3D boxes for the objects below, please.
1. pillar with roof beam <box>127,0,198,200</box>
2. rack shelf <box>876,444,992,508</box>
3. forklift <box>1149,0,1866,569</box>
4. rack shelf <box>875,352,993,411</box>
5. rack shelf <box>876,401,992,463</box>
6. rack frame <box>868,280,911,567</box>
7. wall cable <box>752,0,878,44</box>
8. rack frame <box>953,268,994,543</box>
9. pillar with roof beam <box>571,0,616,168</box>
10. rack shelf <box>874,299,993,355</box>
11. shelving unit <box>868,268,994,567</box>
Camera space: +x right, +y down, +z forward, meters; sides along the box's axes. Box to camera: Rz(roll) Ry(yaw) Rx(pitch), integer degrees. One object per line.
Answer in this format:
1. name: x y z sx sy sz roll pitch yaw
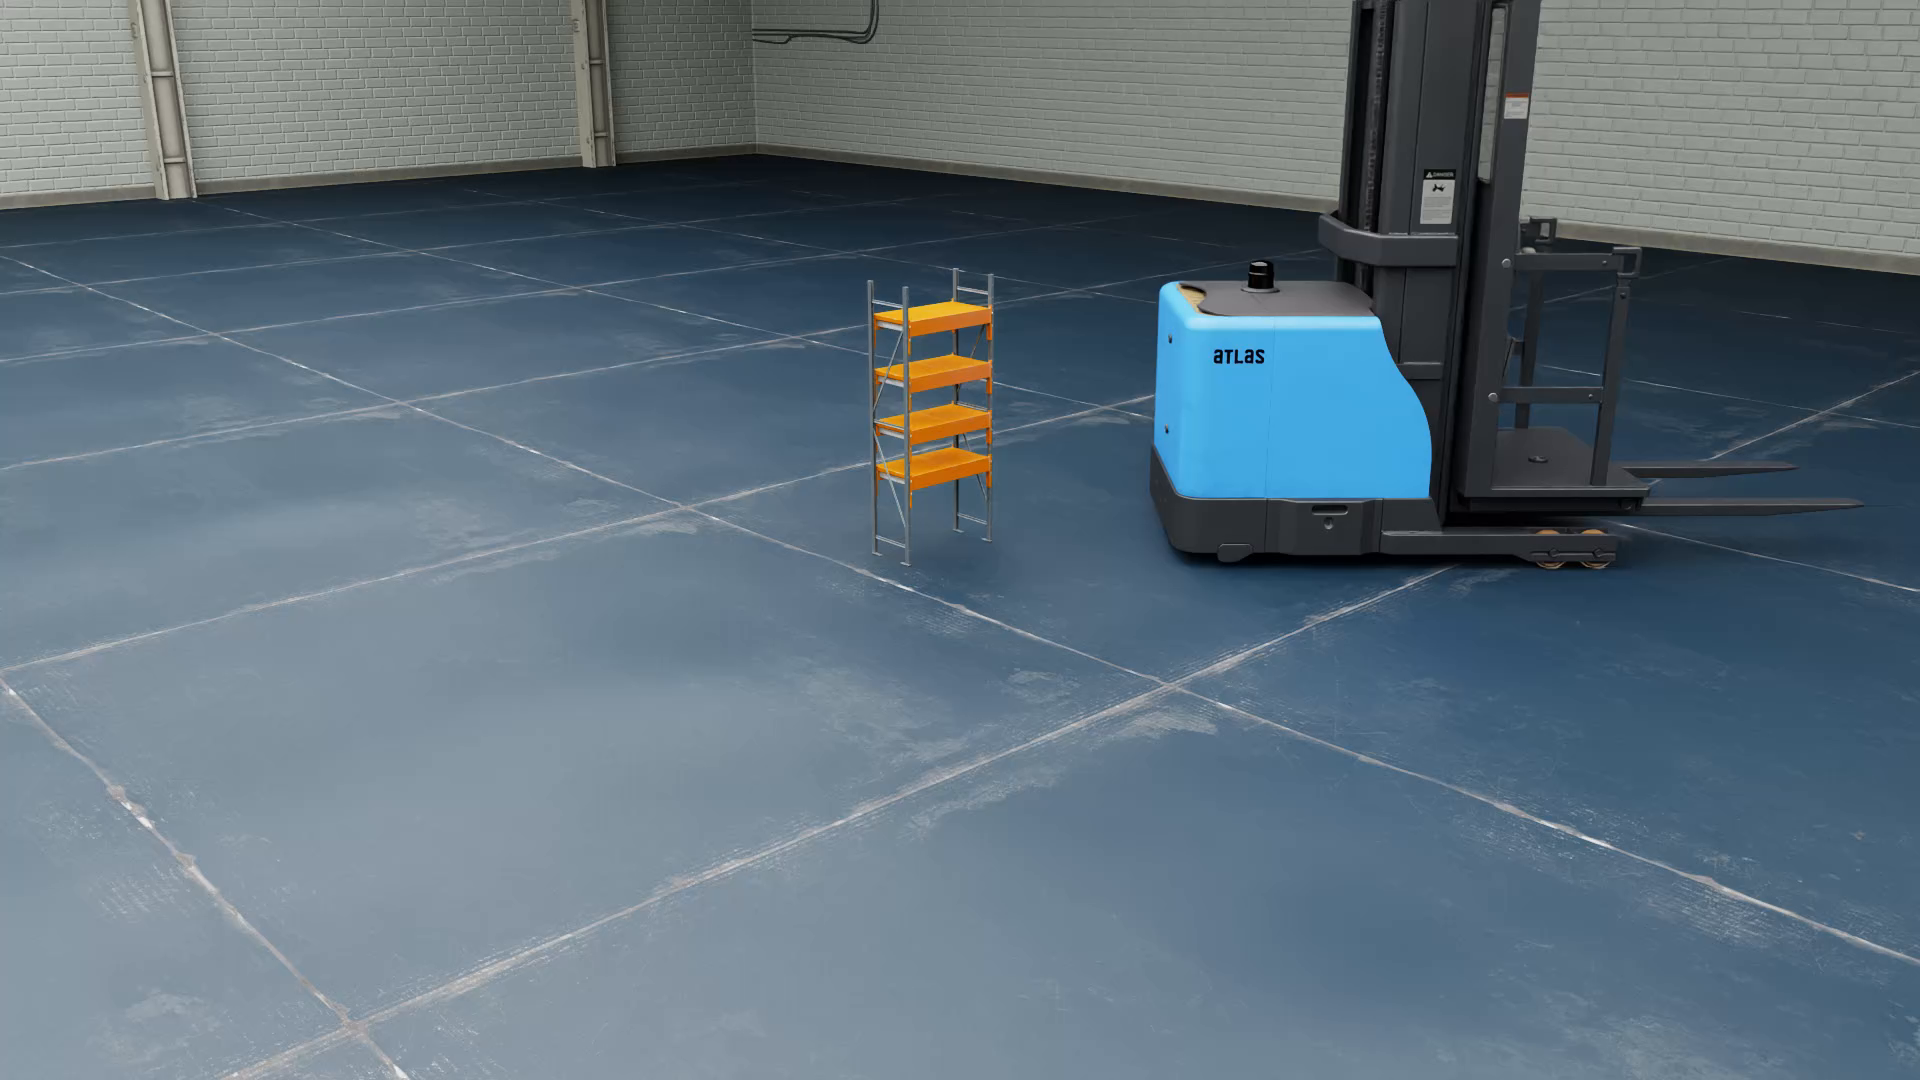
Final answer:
1. pillar with roof beam: -6.706 -7.541 16.154 0.400 9.000 9.100 -16 24 -41
2. rack shelf: -0.120 -0.283 7.273 0.480 0.148 0.258 -16 24 -41
3. forklift: 2.427 -1.435 7.157 3.031 2.935 1.130 0 18 0
4. rack shelf: -0.120 -0.684 7.143 0.480 0.148 0.258 -16 24 -41
5. rack shelf: -0.120 -0.472 7.212 0.480 0.148 0.258 -16 24 -41
6. rack frame: -0.298 -0.484 7.032 0.015 1.200 0.240 -16 24 -41
7. wall cable: -2.255 -8.628 24.541 0.112 2.526 3.097 -16 24 -41
8. rack frame: 0.057 -0.587 7.351 0.015 1.200 0.240 -16 24 -41
9. pillar with roof beam: -2.346 -8.813 20.075 0.400 9.000 9.100 -16 24 -41
10. rack shelf: -0.120 -0.909 7.070 0.480 0.148 0.258 -16 24 -41
11. shelving unit: -0.120 -0.536 7.191 0.503 1.200 0.258 -16 24 -41
